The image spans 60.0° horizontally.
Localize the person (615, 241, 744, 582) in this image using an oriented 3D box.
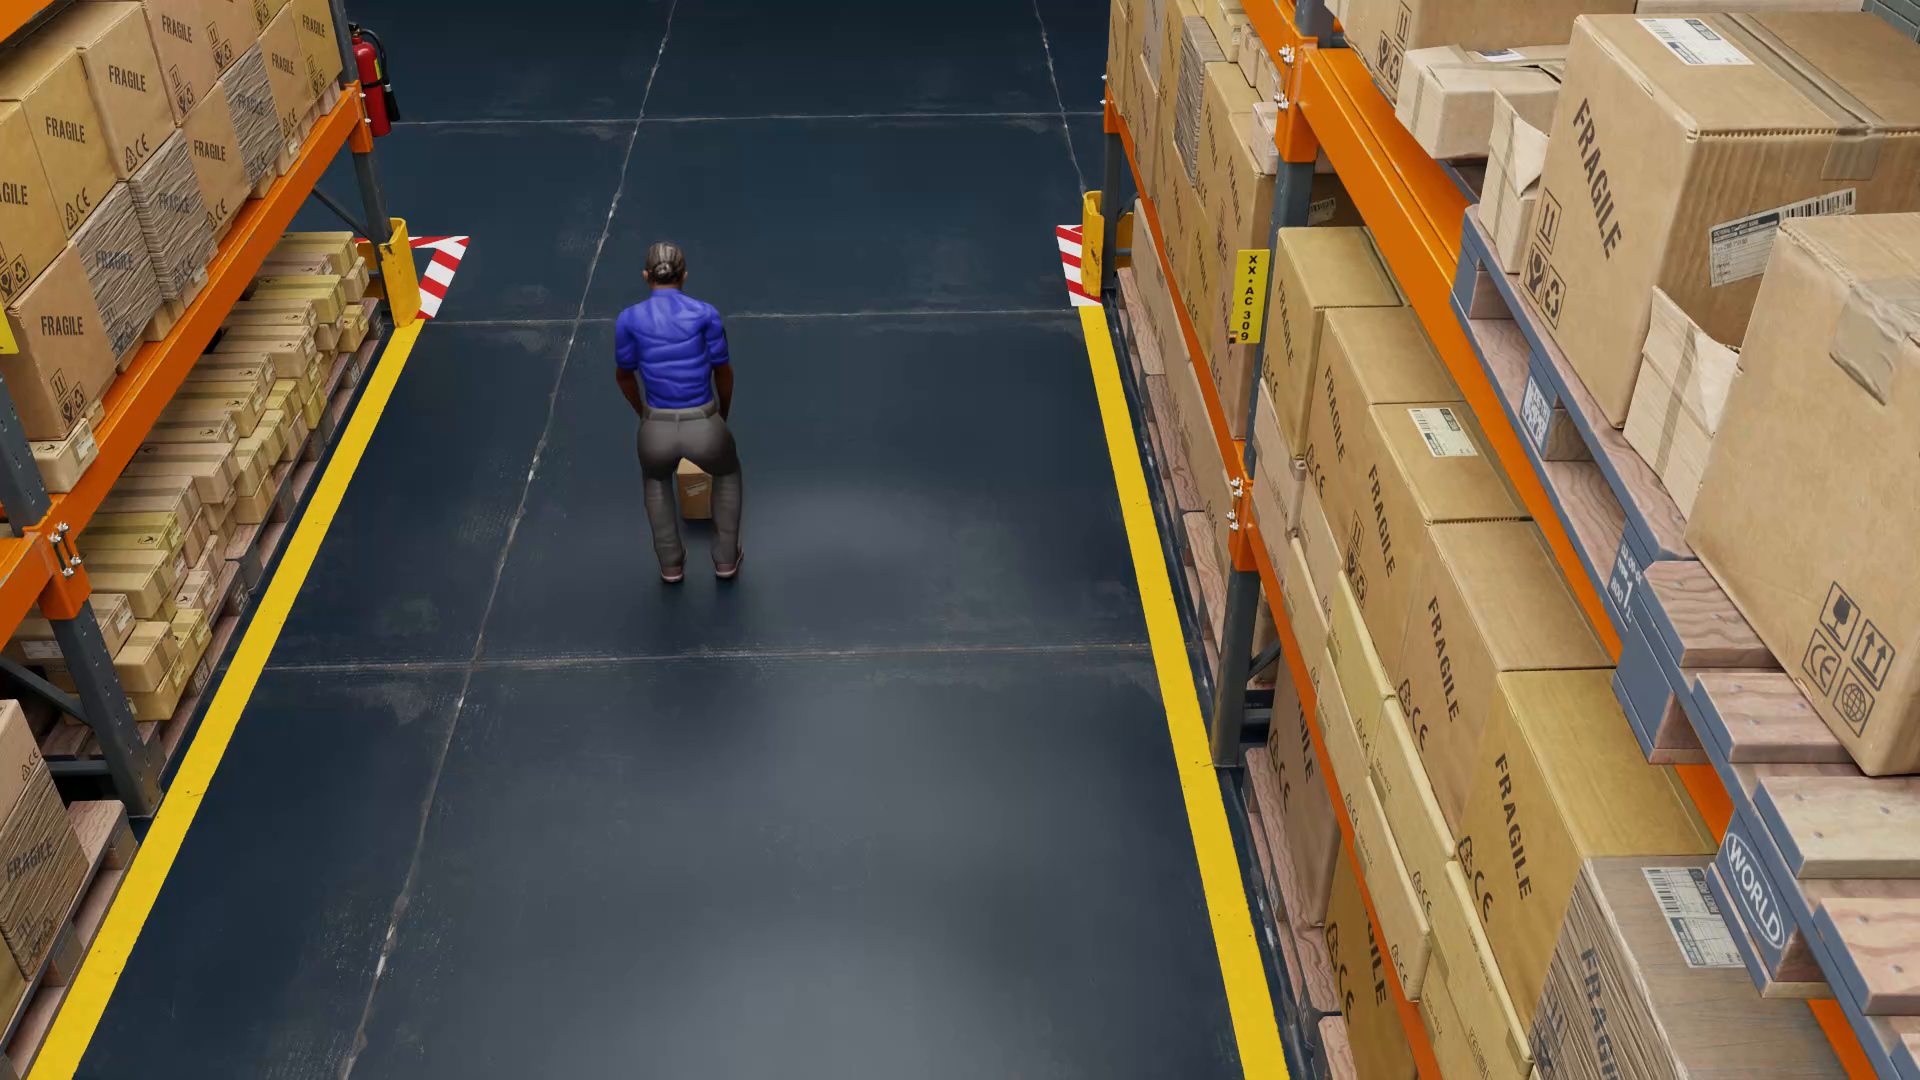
[{"bbox_3d":[-1.192,-0.494,7.022,0.490,1.465,0.555,-1,35,-2],"label":"person"}]
